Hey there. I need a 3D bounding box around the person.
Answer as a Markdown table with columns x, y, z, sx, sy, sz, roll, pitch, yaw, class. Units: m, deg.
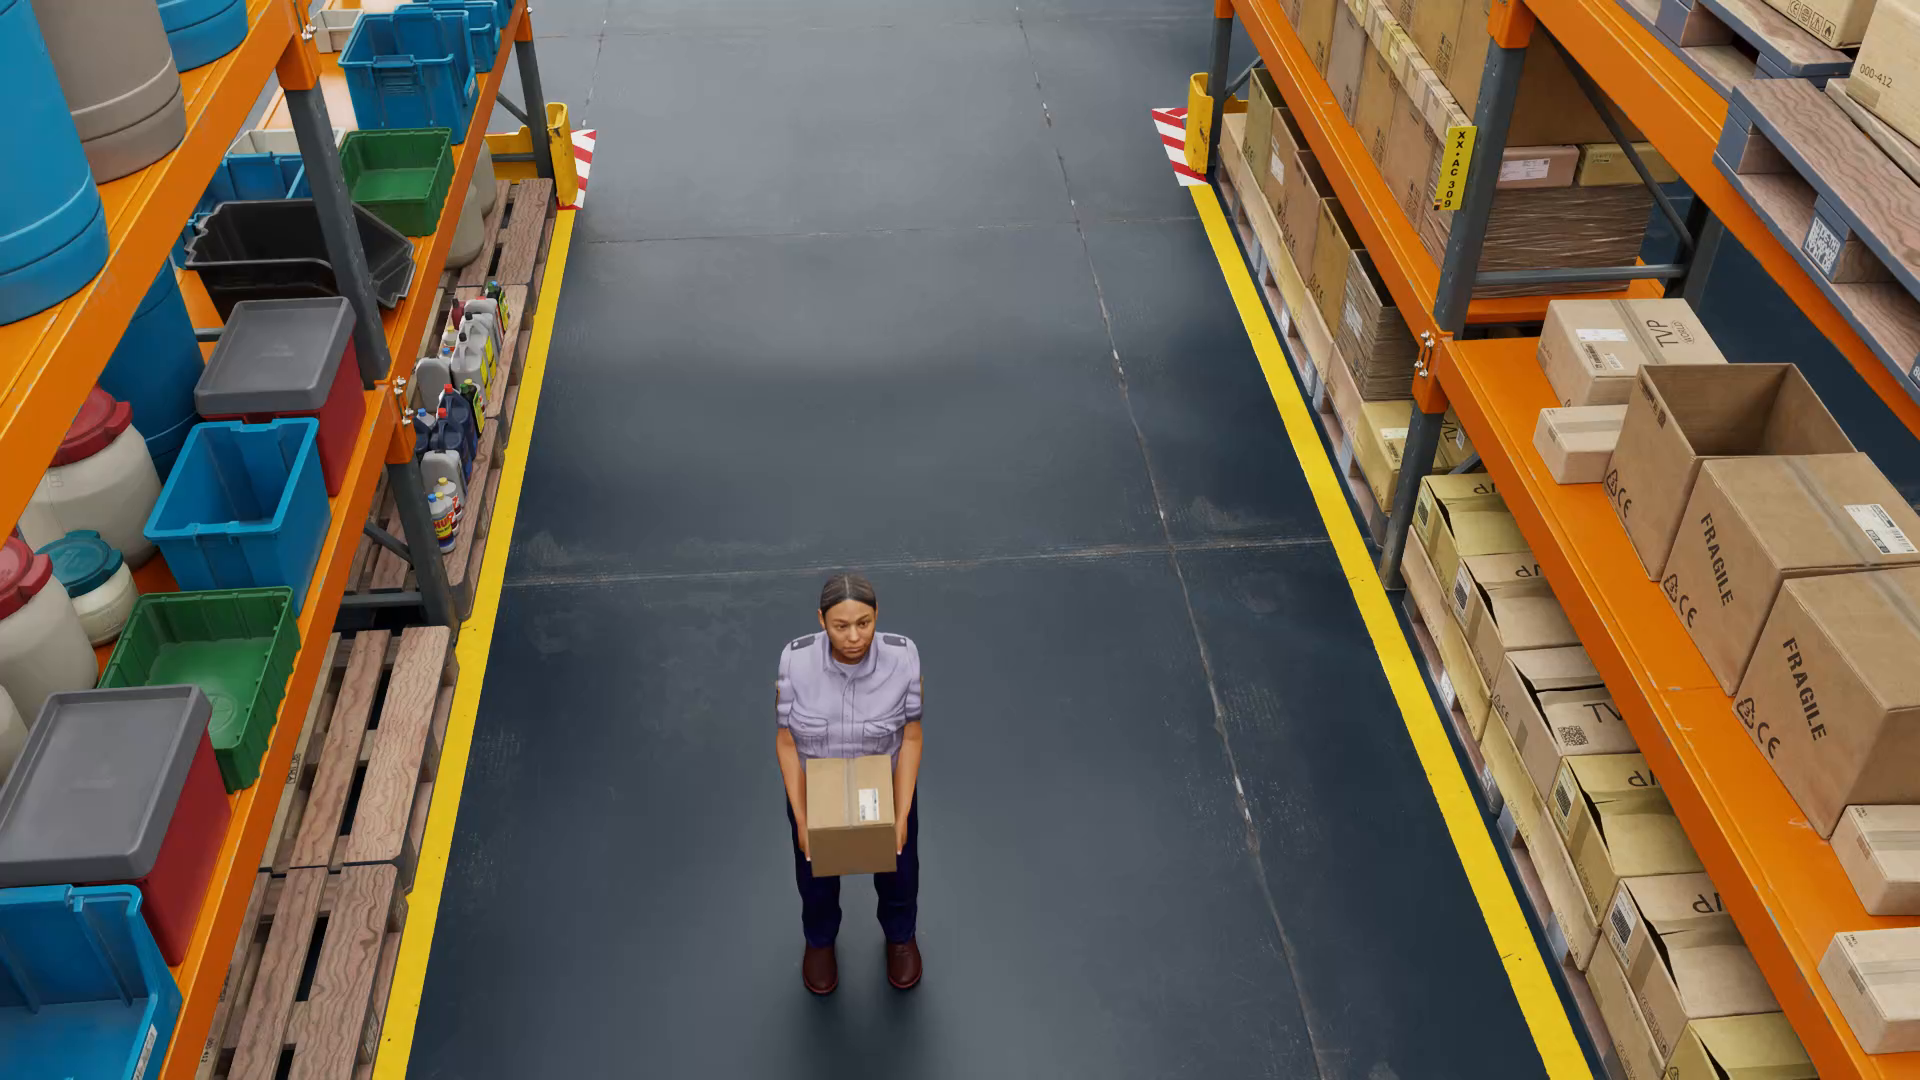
| x | y | z | sx | sy | sz | roll | pitch | yaw | class |
| --- | --- | --- | --- | --- | --- | --- | --- | --- | --- |
| -0.326 | 0.833 | 5.160 | 0.452 | 1.634 | 0.517 | -3 | 39 | -4 | person |
